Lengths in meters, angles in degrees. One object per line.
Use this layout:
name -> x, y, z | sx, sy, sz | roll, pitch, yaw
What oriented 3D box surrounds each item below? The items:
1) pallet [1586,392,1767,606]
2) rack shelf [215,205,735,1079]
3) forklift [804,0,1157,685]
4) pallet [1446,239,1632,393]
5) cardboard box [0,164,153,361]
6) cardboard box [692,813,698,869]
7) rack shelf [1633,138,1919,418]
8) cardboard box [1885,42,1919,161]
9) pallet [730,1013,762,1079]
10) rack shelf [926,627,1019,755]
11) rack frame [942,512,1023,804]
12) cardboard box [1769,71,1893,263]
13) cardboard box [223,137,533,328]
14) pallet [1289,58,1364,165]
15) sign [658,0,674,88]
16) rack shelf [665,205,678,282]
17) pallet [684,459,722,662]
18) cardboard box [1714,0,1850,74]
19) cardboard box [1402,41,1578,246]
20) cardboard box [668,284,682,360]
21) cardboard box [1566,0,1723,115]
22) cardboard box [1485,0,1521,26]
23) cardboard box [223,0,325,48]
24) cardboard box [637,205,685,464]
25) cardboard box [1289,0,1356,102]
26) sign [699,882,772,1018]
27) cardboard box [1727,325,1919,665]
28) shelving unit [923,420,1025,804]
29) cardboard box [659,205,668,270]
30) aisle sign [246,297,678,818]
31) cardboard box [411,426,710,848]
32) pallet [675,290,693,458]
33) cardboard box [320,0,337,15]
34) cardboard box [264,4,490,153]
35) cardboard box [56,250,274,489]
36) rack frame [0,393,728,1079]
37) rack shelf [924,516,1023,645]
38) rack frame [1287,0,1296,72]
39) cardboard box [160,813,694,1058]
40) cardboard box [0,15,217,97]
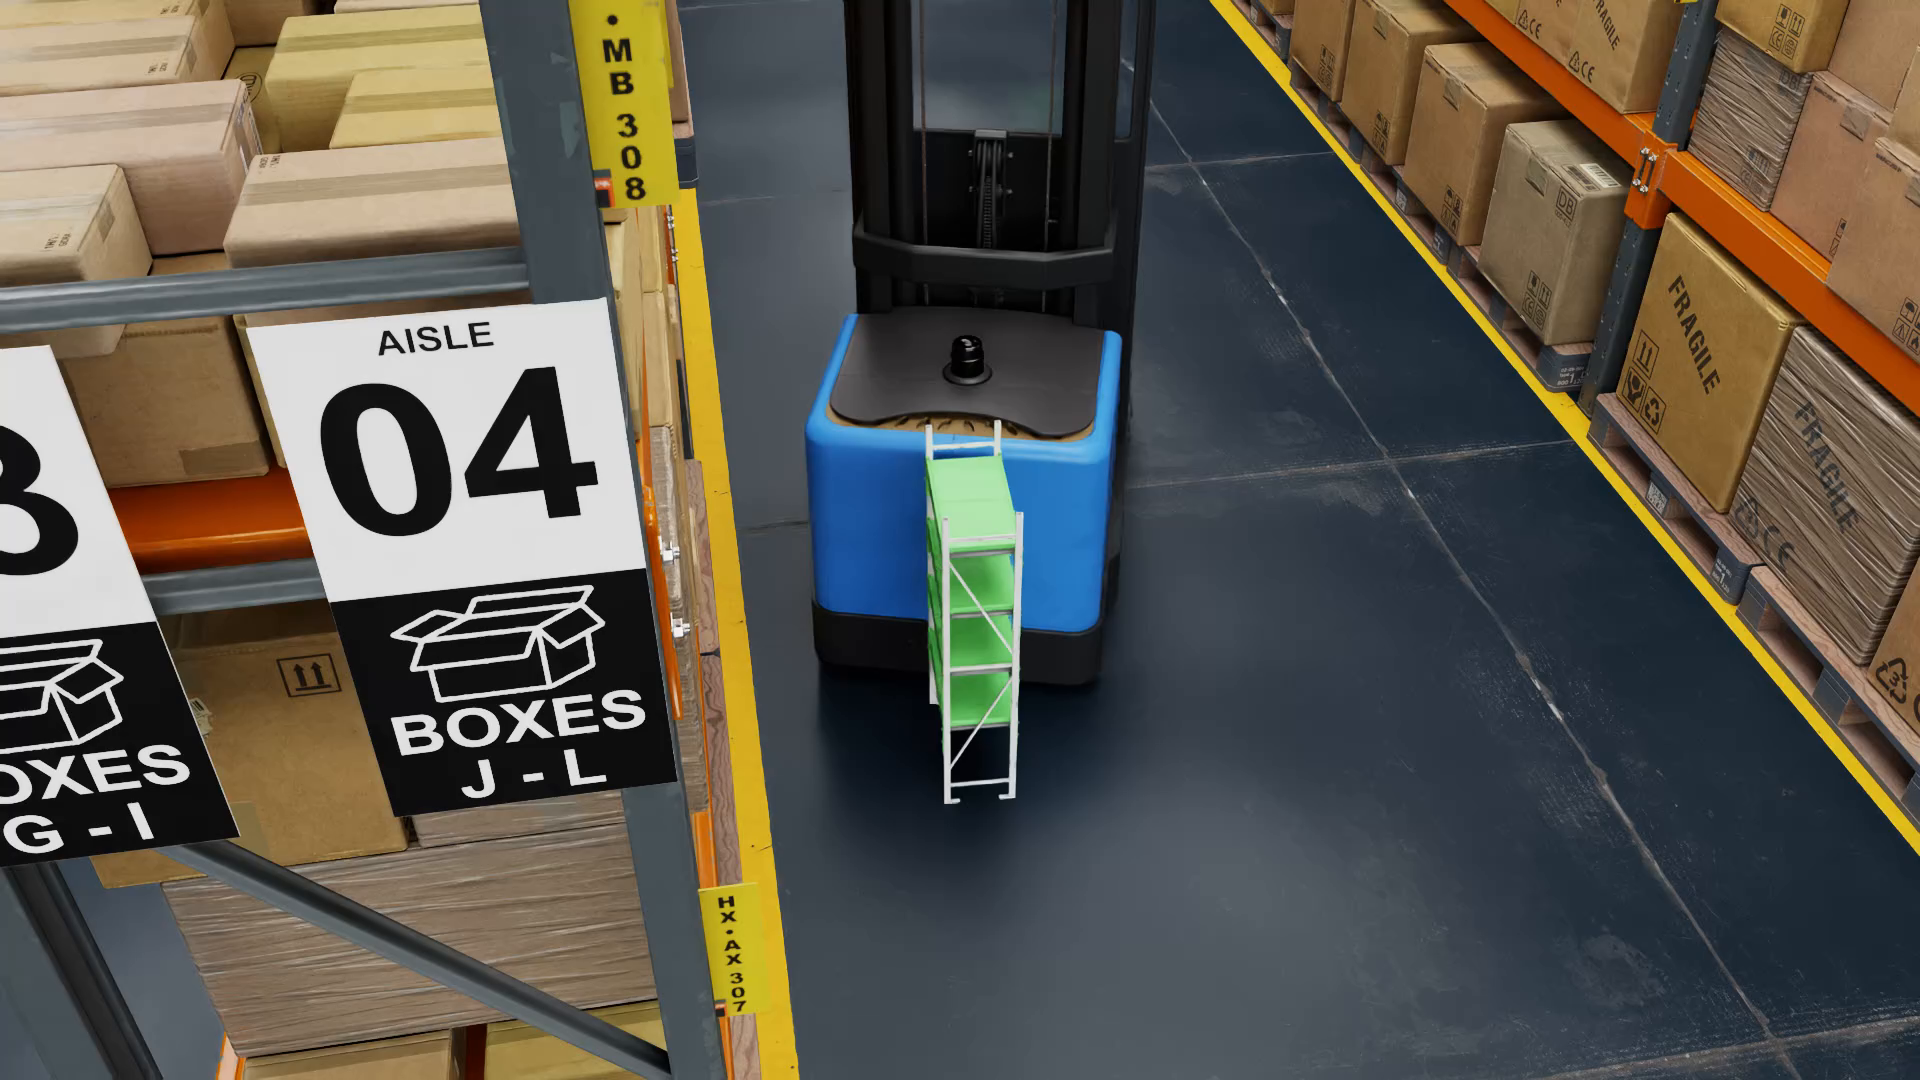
pallet -> 3.351, -0.243, 6.890 | 1.003, 0.211, 1.213 | -6, 38, -8
rack shelf -> -1.255, 0.153, 4.694 | 1.077, 0.370, 4.000 | -6, 38, -8
forklift -> 0.172, -1.535, 6.336 | 1.130, 2.935, 3.031 | 5, 38, 6
pallet -> 3.086, -1.168, 8.082 | 1.003, 0.211, 1.213 | -6, 38, -8
cardboard box -> -1.260, -0.340, 2.095 | 0.380, 0.149, 0.250 | -6, 38, -8
cardboard box -> -0.774, 0.673, 3.644 | 0.380, 0.149, 0.250 | -6, 38, -8
rack shelf -> 3.646, -0.319, 5.303 | 1.077, 0.370, 4.000 | -6, 38, -8
cardboard box -> 3.496, -1.410, 5.117 | 0.875, 0.550, 0.550 | -6, 38, -8
pallet -> -1.025, 1.638, 4.470 | 1.003, 0.211, 1.213 | -6, 38, -8
rack shelf -> 0.038, 0.495, 5.630 | 0.258, 0.148, 0.480 | -4, 38, -5
rack frame -> 0.066, 0.404, 5.252 | 0.240, 1.200, 0.015 | -4, 38, -5
cardboard box -> 3.490, -1.319, 5.881 | 0.875, 0.550, 0.550 | -6, 38, -8
cardboard box -> -0.725, -0.397, 2.168 | 0.380, 0.149, 0.250 | -6, 38, -8
pallet -> 2.658, -2.642, 9.979 | 1.003, 0.211, 1.213 | -6, 38, -8
sign -> -1.073, -1.744, 5.844 | 0.100, 0.325, 0.005 | -6, 38, -8
rack shelf -> -1.956, -2.263, 7.804 | 1.077, 0.370, 4.000 | -6, 38, -8
pallet -> -1.453, 0.164, 6.367 | 1.003, 0.211, 1.213 | -6, 38, -8
cardboard box -> 3.326, -2.071, 5.968 | 0.875, 0.550, 0.550 | -6, 38, -8
cardboard box -> 2.932, -2.037, 8.419 | 1.050, 0.750, 0.750 | -6, 38, -8
cardboard box -> -1.106, -0.693, 5.402 | 0.380, 0.149, 0.250 | -6, 38, -8
cardboard box -> 2.940, -2.137, 6.975 | 0.500, 0.500, 0.500 | -6, 38, -8
cardboard box -> 2.763, -2.748, 7.761 | 0.500, 0.500, 0.500 | -6, 38, -7
cardboard box -> -1.335, -0.975, 2.913 | 0.380, 0.149, 0.250 | -6, 38, -7
cardboard box -> -0.902, -0.441, 3.734 | 0.500, 0.500, 0.500 | -6, 38, -8
cardboard box -> 2.612, -3.127, 9.822 | 1.050, 0.750, 0.750 | -7, 38, -9
sign -> -0.370, 0.677, 2.728 | 0.100, 0.325, 0.005 | -6, 38, -8
cardboard box -> 3.498, -0.207, 5.961 | 0.875, 0.875, 0.875 | -6, 38, -8
shelving unit -> 0.038, 0.255, 5.443 | 0.258, 1.200, 0.503 | -4, 38, -5
cardboard box -> -1.080, -1.045, 4.511 | 0.500, 0.500, 0.500 | -6, 38, -8
aisle sign -> -0.598, 0.056, 2.115 | 0.394, 0.787, 0.004 | -6, 38, -8
cardboard box -> -0.733, 0.164, 2.955 | 0.500, 0.500, 0.500 | -6, 38, -8
pallet -> -1.744, -0.708, 7.489 | 1.003, 0.211, 1.213 | -6, 38, -8
cardboard box -> -1.411, -0.924, 3.172 | 0.500, 0.250, 0.500 | -5, 38, -7
cardboard box -> -0.841, -0.703, 2.563 | 0.380, 0.149, 0.250 | -7, 38, -9
cardboard box -> -1.239, -0.312, 2.384 | 0.500, 0.250, 0.500 | -5, 38, -7
rack frame -> -0.905, 1.077, 2.919 | 1.000, 3.000, 0.127 | -6, 38, -8
rack shelf -> 0.038, 0.116, 5.335 | 0.258, 0.148, 0.480 | -4, 38, -5
rack frame -> 2.594, -4.227, 9.747 | 1.000, 3.000, 0.127 | -6, 38, -8
cardboard box -> -0.974, 0.585, 3.228 | 0.875, 0.500, 0.500 | -6, 38, -8
cardboard box -> -1.347, -0.663, 2.511 | 0.380, 0.149, 0.250 | -8, 39, -10
